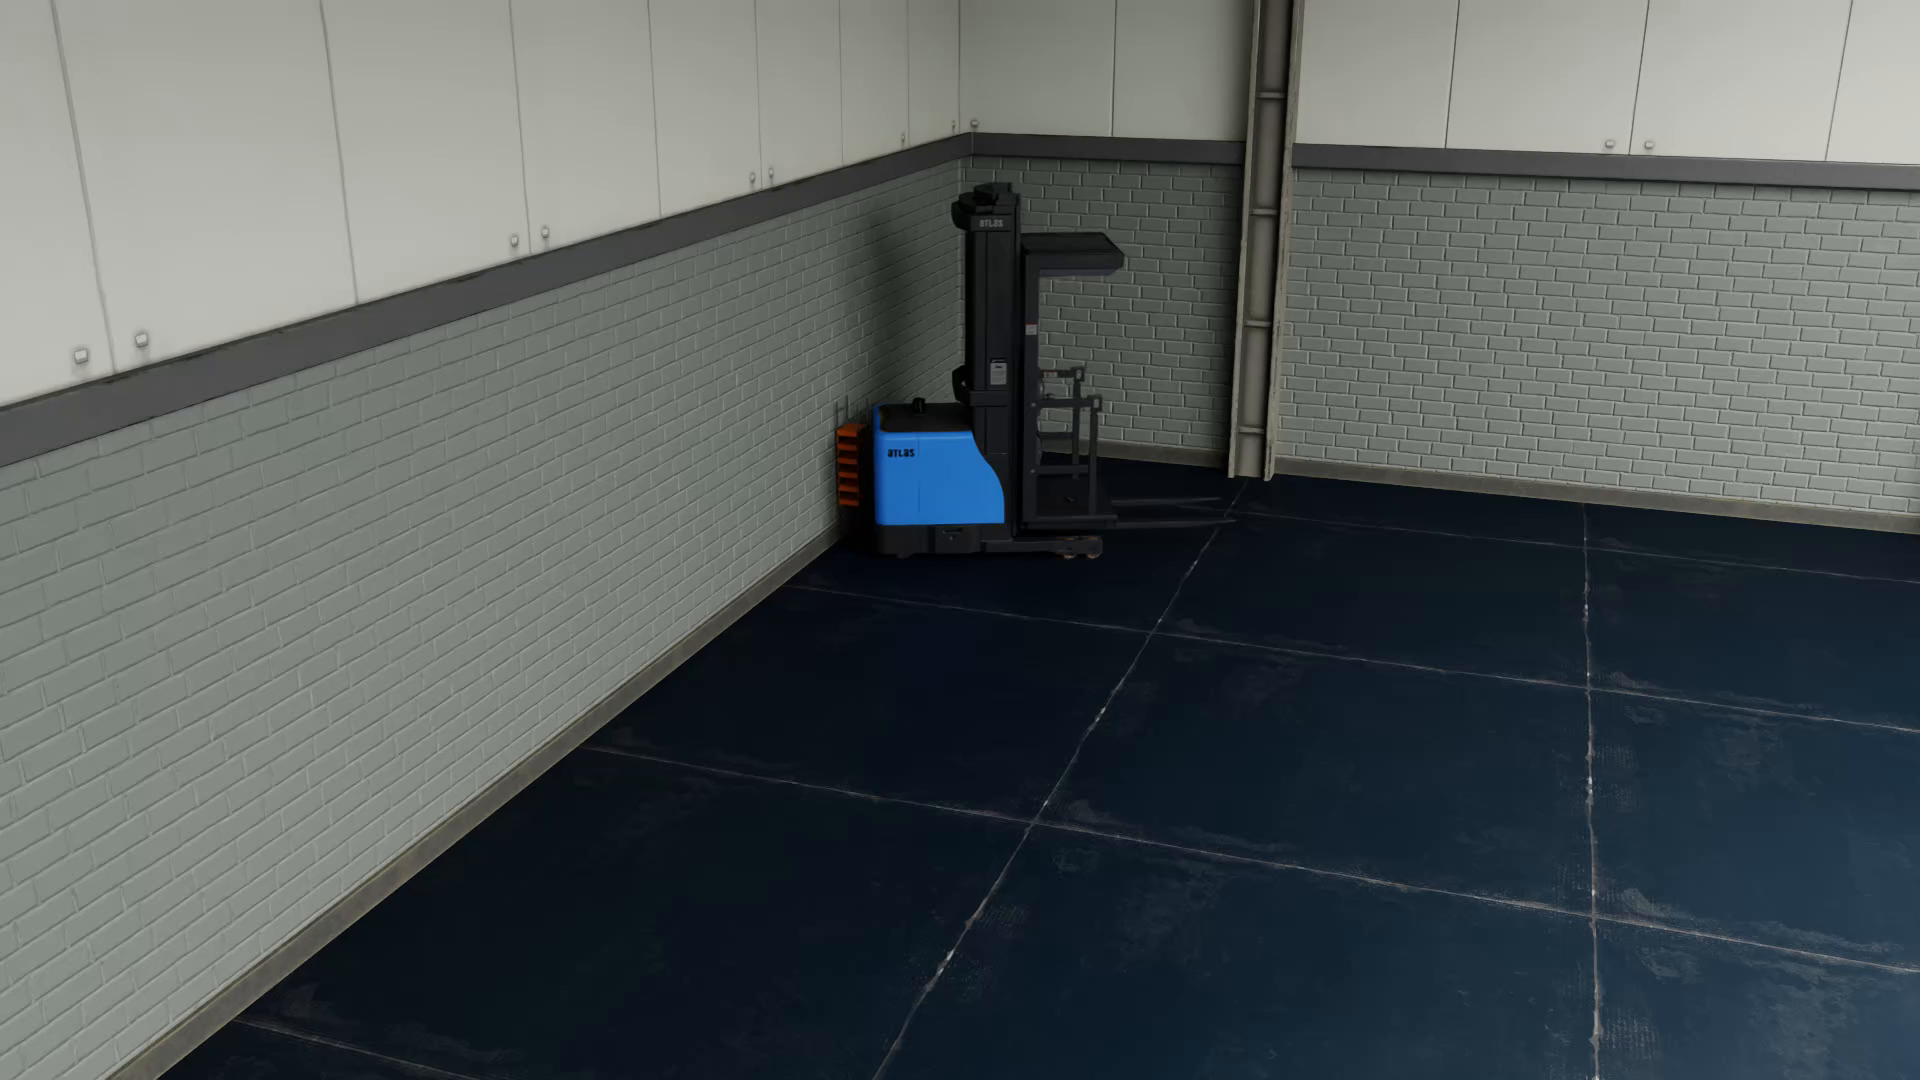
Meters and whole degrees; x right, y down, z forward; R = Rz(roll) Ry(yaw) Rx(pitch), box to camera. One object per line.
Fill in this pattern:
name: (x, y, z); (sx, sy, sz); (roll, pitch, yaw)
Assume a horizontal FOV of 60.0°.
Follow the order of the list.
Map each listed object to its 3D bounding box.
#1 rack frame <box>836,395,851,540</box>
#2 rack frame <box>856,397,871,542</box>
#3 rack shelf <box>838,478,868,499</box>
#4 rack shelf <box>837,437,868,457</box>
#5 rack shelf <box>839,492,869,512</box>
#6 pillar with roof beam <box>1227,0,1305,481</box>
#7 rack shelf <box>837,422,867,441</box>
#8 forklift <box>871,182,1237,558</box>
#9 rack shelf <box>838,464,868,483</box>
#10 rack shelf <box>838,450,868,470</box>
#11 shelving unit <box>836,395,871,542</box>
rack frame: (-0.980, -0.607, 13.994); (0.006, 1.200, 0.240); (7, 20, 18)
rack frame: (-0.807, -0.587, 13.938); (0.006, 1.200, 0.240); (7, 20, 18)
rack shelf: (-0.893, -0.442, 14.020); (0.180, 0.103, 0.258); (7, 20, 18)
rack shelf: (-0.893, -0.782, 13.901); (0.180, 0.103, 0.258); (7, 20, 18)
rack shelf: (-0.893, -0.329, 14.060); (0.180, 0.103, 0.258); (7, 20, 18)
pillar with roof beam: (1.363, -3.534, 10.545); (0.400, 9.000, 9.100); (7, 20, 18)
rack shelf: (-0.893, -0.895, 13.862); (0.180, 0.103, 0.258); (7, 20, 18)
forklift: (0.774, -1.408, 13.664); (3.031, 2.935, 1.130); (-1, 19, -4)
rack shelf: (-0.893, -0.555, 13.981); (0.180, 0.103, 0.258); (7, 20, 18)
rack shelf: (-0.893, -0.669, 13.941); (0.180, 0.103, 0.258); (7, 20, 18)
shelving unit: (-0.893, -0.597, 13.966); (0.189, 1.200, 0.258); (7, 20, 18)
